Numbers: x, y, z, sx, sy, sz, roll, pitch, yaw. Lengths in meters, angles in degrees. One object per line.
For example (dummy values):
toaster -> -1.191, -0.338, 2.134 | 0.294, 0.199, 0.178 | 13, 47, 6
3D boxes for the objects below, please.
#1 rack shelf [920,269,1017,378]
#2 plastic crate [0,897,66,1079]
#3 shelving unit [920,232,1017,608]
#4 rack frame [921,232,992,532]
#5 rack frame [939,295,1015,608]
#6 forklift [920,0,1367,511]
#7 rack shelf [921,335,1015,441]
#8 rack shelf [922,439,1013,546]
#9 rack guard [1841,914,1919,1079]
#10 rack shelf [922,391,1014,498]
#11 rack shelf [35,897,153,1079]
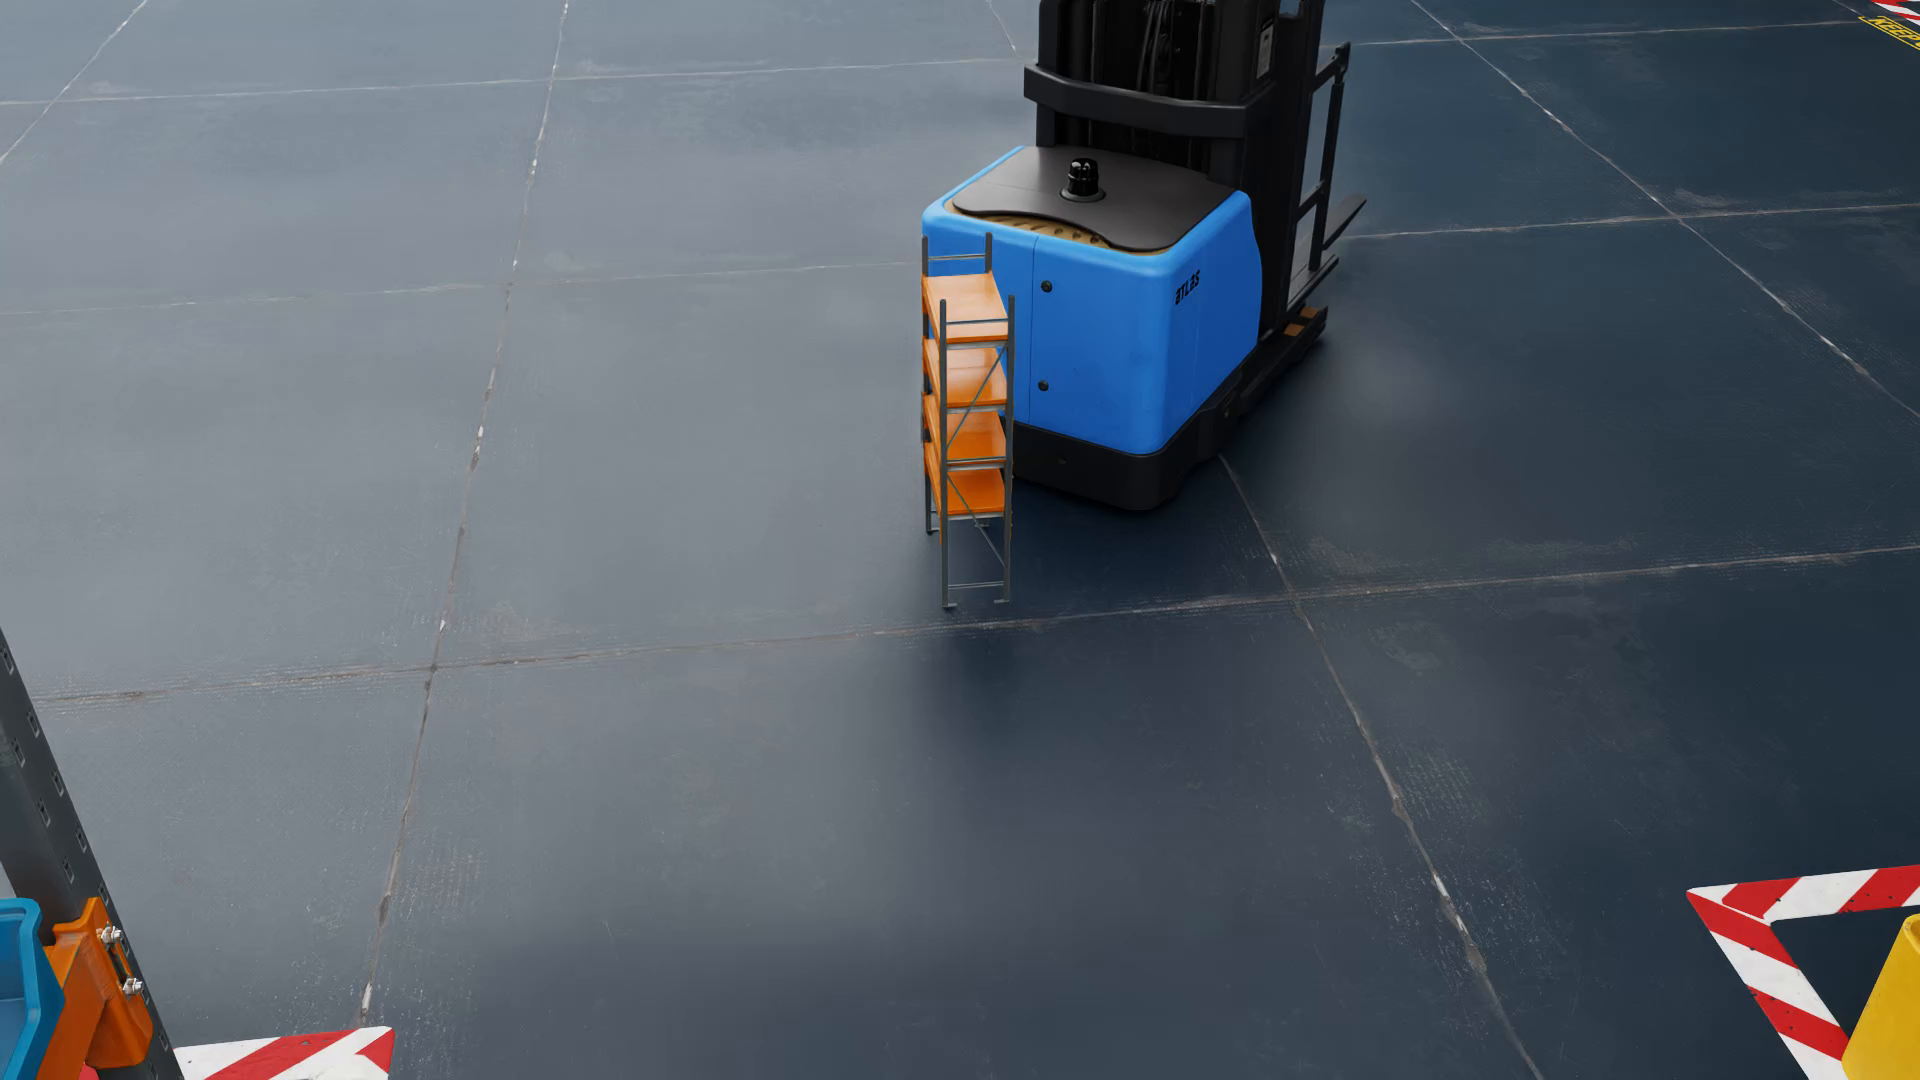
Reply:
rack shelf -> 0.022, -0.728, 5.555 | 0.258, 0.148, 0.480 | -4, 35, -6
plastic crate -> -1.685, 0.842, 2.482 | 0.499, 0.251, 0.616 | -4, 35, -6
shelving unit -> 0.022, -0.403, 5.777 | 0.258, 1.200, 0.503 | -4, 35, -6
rack frame -> -0.011, -0.540, 5.976 | 0.240, 1.200, 0.015 | -4, 35, -6
rack frame -> 0.055, -0.267, 5.577 | 0.240, 1.200, 0.015 | -4, 35, -6
forklift -> 1.012, -2.126, 6.768 | 1.130, 2.935, 3.031 | 18, 38, 24
rack shelf -> 0.022, -0.533, 5.688 | 0.258, 0.148, 0.480 | -4, 35, -6
rack shelf -> 0.022, -0.184, 5.926 | 0.258, 0.148, 0.480 | -4, 35, -6
rack guard -> 2.857, 1.171, 4.088 | 1.175, 0.500, 0.348 | -4, 35, -6
rack shelf -> 0.022, -0.348, 5.814 | 0.258, 0.148, 0.480 | -4, 35, -6
rack shelf -> -1.780, 1.938, 1.382 | 1.077, 0.370, 4.000 | -4, 35, -6
